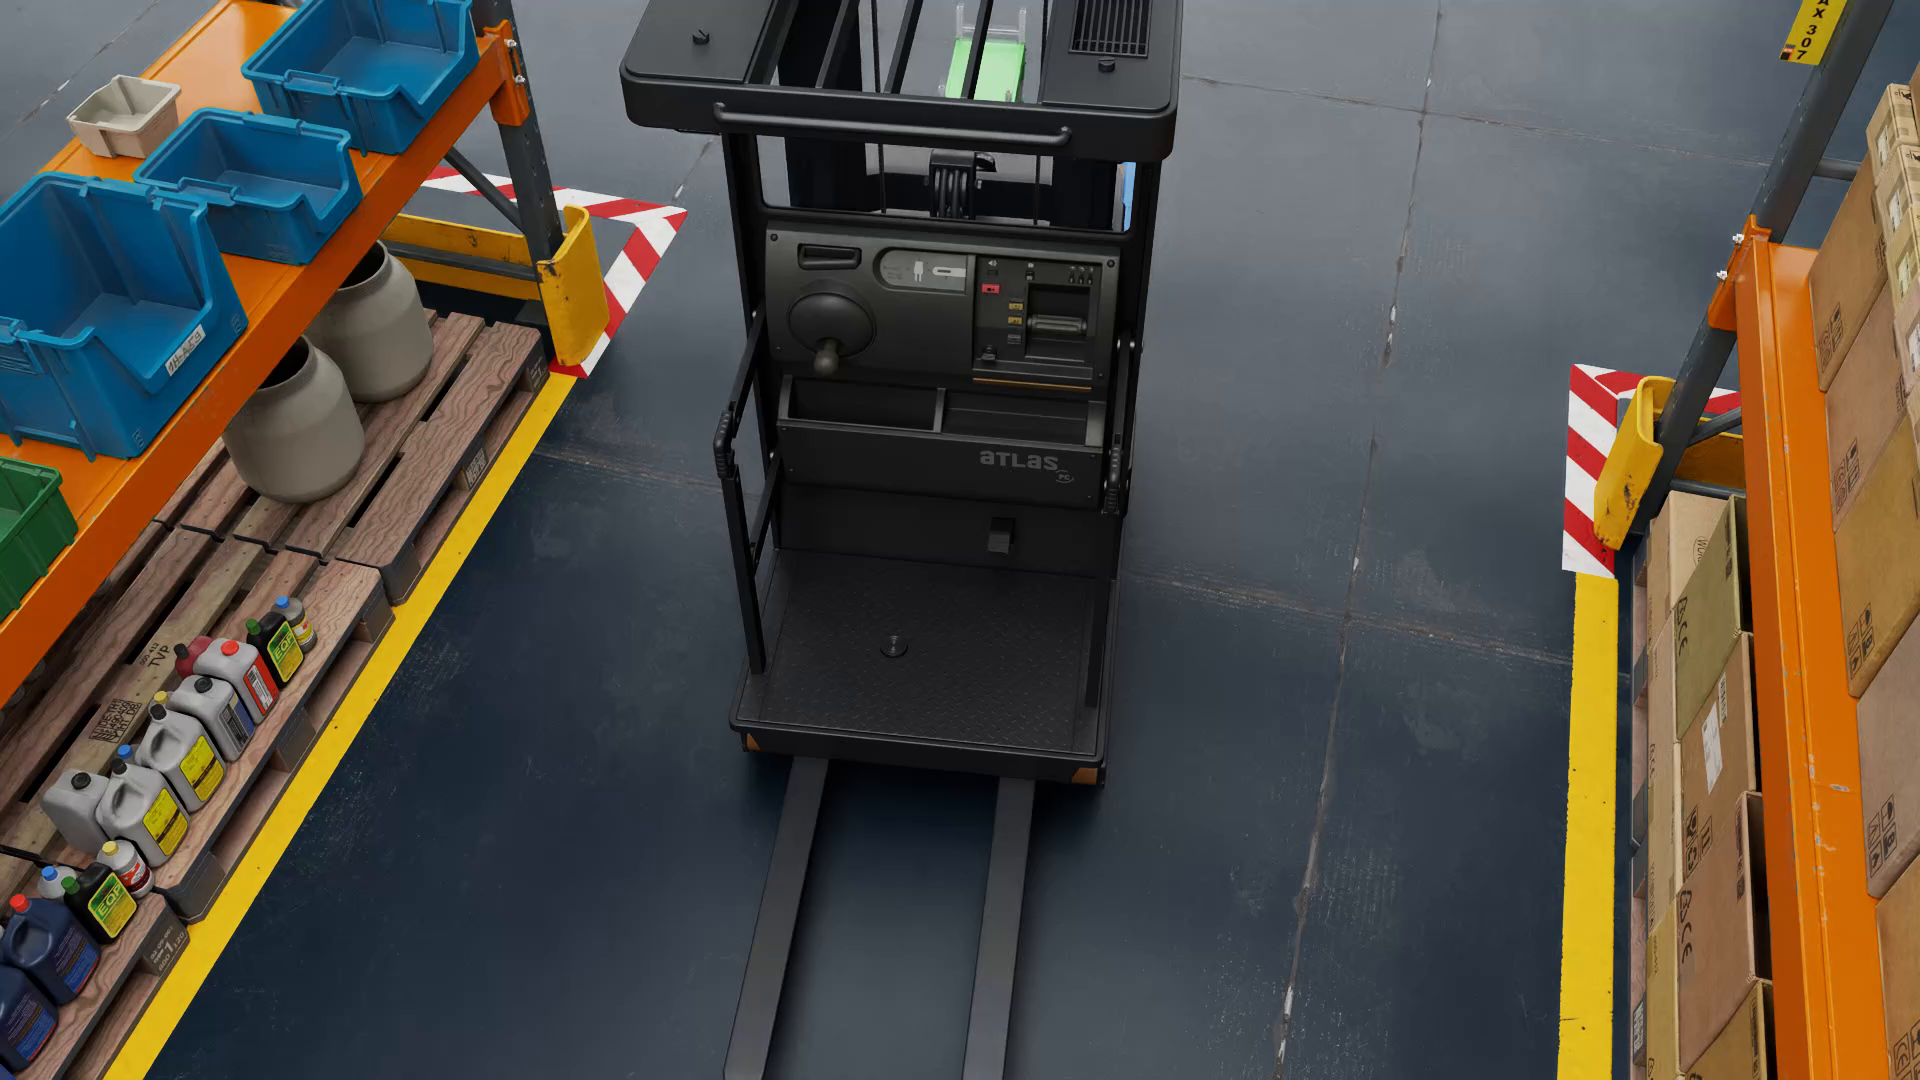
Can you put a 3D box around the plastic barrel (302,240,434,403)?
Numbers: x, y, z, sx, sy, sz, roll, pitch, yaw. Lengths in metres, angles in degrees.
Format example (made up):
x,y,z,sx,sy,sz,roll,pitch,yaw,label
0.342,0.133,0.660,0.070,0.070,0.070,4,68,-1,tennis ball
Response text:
x,y,z,sx,sy,sz,roll,pitch,yaw,label
-2.089,-0.770,5.808,0.421,0.512,0.421,0,49,0,plastic barrel

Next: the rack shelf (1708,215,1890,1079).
x,y,z,sx,sy,sz,roll,pitch,yaw,label
2.261,0.719,3.594,1.077,0.370,4.000,12,50,10,rack shelf

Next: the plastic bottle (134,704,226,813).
x,y,z,sx,sy,sz,roll,pitch,yaw,label
-2.219,0.598,4.695,0.144,0.351,0.185,13,50,12,plastic bottle

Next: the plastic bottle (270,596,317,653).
x,y,z,sx,sy,sz,roll,pitch,yaw,label
-2.050,0.250,5.102,0.097,0.201,0.097,0,49,0,plastic bottle

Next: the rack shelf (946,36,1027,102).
x,y,z,sx,sy,sz,roll,pitch,yaw,label
0.080,-1.542,5.756,0.258,0.148,0.480,5,49,5,rack shelf

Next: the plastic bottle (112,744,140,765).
x,y,z,sx,sy,sz,roll,pitch,yaw,label
-2.347,0.655,4.744,0.097,0.201,0.097,0,49,0,plastic bottle

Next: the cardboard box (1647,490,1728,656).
x,y,z,sx,sy,sz,roll,pitch,yaw,label
2.432,0.149,5.171,0.500,0.250,0.500,12,50,10,cardboard box

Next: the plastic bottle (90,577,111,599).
x,y,z,sx,sy,sz,roll,pitch,yaw,label
-2.768,0.061,5.221,0.097,0.271,0.097,0,49,0,plastic bottle

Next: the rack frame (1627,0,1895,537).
x,y,z,sx,sy,sz,roll,pitch,yaw,label
2.788,-0.966,4.601,1.000,3.000,0.127,12,50,10,rack frame

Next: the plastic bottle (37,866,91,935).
x,y,z,sx,sy,sz,roll,pitch,yaw,label
-2.378,0.953,4.435,0.097,0.271,0.097,0,49,0,plastic bottle

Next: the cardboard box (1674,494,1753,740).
x,y,z,sx,sy,sz,roll,pitch,yaw,label
2.302,0.263,4.571,0.500,0.500,0.500,12,50,10,cardboard box

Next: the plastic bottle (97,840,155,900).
x,y,z,sx,sy,sz,roll,pitch,yaw,label
-2.283,0.889,4.537,0.097,0.201,0.097,0,49,0,plastic bottle

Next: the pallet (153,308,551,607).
x,y,z,sx,sy,sz,roll,pitch,yaw,label
-2.183,-0.372,5.938,1.003,0.211,1.213,12,50,10,pallet

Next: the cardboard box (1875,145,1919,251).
x,y,z,sx,sy,sz,roll,pitch,yaw,label
2.410,-0.780,3.939,0.380,0.149,0.250,10,49,9,cardboard box

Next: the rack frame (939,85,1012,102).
x,y,z,sx,sy,sz,roll,pitch,yaw,label
0.050,-1.085,5.907,0.240,1.200,0.015,5,49,5,rack frame

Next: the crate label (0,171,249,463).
x,y,z,sx,sy,sz,roll,pitch,yaw,label
-2.213,-0.573,4.231,0.502,0.435,0.616,12,50,10,crate label

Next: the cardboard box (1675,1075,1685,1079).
x,y,z,sx,sy,sz,roll,pitch,yaw,label
1.905,1.596,3.895,0.500,0.250,0.500,12,50,10,cardboard box

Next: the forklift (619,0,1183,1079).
x,y,z,sx,sy,sz,roll,pitch,yaw,label
-0.076,-0.506,4.242,1.130,2.935,3.031,5,49,5,forklift

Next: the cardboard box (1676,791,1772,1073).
x,y,z,sx,sy,sz,roll,pitch,yaw,label
2.035,0.986,3.933,0.500,0.500,0.500,12,50,10,cardboard box

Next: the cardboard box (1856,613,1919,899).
x,y,z,sx,sy,sz,roll,pitch,yaw,label
2.248,0.457,3.279,0.700,0.500,0.500,13,50,11,cardboard box

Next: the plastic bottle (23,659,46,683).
x,y,z,sx,sy,sz,roll,pitch,yaw,label
-2.858,0.309,5.003,0.097,0.271,0.097,0,49,0,plastic bottle

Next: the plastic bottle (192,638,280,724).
x,y,z,sx,sy,sz,roll,pitch,yaw,label
-2.143,0.402,4.918,0.152,0.276,0.135,12,50,10,plastic bottle

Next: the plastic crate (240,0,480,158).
x,y,z,sx,sy,sz,roll,pitch,yaw,label
-1.833,-1.475,5.151,0.499,0.251,0.616,12,50,10,plastic crate

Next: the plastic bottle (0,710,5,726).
x,y,z,sx,sy,sz,roll,pitch,yaw,label
-2.910,0.477,4.902,0.097,0.201,0.097,0,49,0,plastic bottle

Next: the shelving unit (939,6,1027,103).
x,y,z,sx,sy,sz,roll,pitch,yaw,label
0.080,-1.267,6.068,0.258,1.200,0.503,5,49,5,shelving unit

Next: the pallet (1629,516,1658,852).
x,y,z,sx,sy,sz,roll,pitch,yaw,label
2.627,0.519,5.151,1.003,0.211,1.213,12,50,10,pallet

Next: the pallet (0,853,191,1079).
x,y,z,sx,sy,sz,roll,pitch,yaw,label
-2.826,1.393,4.380,1.003,0.211,1.213,12,50,10,pallet

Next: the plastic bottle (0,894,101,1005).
x,y,z,sx,sy,sz,roll,pitch,yaw,label
-2.380,1.040,4.305,0.144,0.351,0.185,10,49,8,plastic bottle

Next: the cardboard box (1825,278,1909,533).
x,y,z,sx,sy,sz,roll,pitch,yaw,label
2.519,-0.283,3.932,0.700,0.500,0.500,13,50,11,cardboard box

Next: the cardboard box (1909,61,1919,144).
x,y,z,sx,sy,sz,roll,pitch,yaw,label
2.639,-1.054,3.748,0.700,0.500,0.500,12,50,10,cardboard box

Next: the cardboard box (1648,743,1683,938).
x,y,z,sx,sy,sz,roll,pitch,yaw,label
2.172,0.873,4.532,0.500,0.250,0.500,12,50,10,cardboard box

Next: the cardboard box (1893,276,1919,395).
x,y,z,sx,sy,sz,roll,pitch,yaw,label
2.274,-0.418,3.619,0.380,0.149,0.250,11,49,9,cardboard box

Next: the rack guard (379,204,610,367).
x,y,z,sx,sy,sz,roll,pitch,yaw,label
-1.964,-1.054,6.347,1.175,0.500,0.348,12,50,10,rack guard
